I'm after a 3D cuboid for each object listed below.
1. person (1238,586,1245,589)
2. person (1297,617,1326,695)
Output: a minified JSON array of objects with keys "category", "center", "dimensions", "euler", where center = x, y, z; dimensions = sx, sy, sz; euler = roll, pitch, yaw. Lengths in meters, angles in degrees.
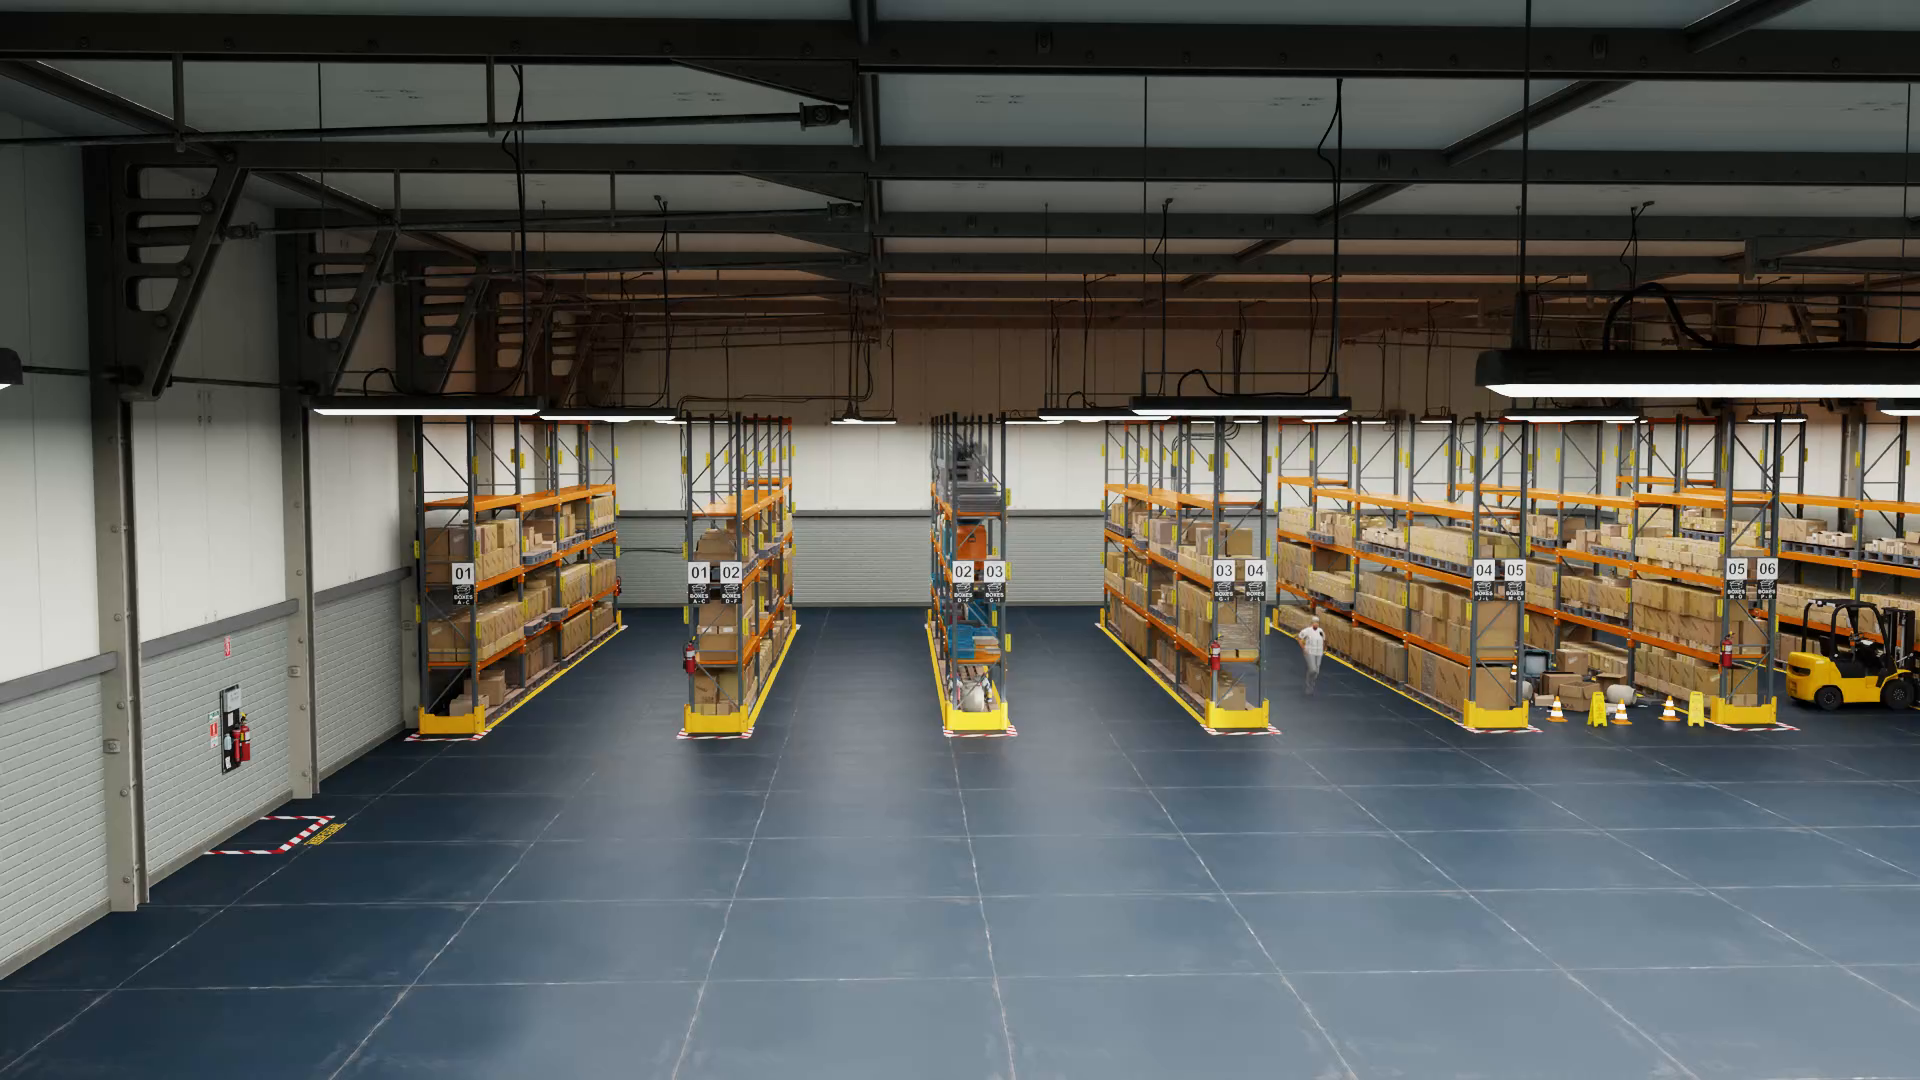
[{"category":"person","center":[7.806,1.654,47.321],"dimensions":[0.750,1.711,0.714],"euler":[2,4,28]},{"category":"person","center":[7.584,2.482,35.644],"dimensions":[0.579,1.687,0.693],"euler":[-1,4,-16]}]
